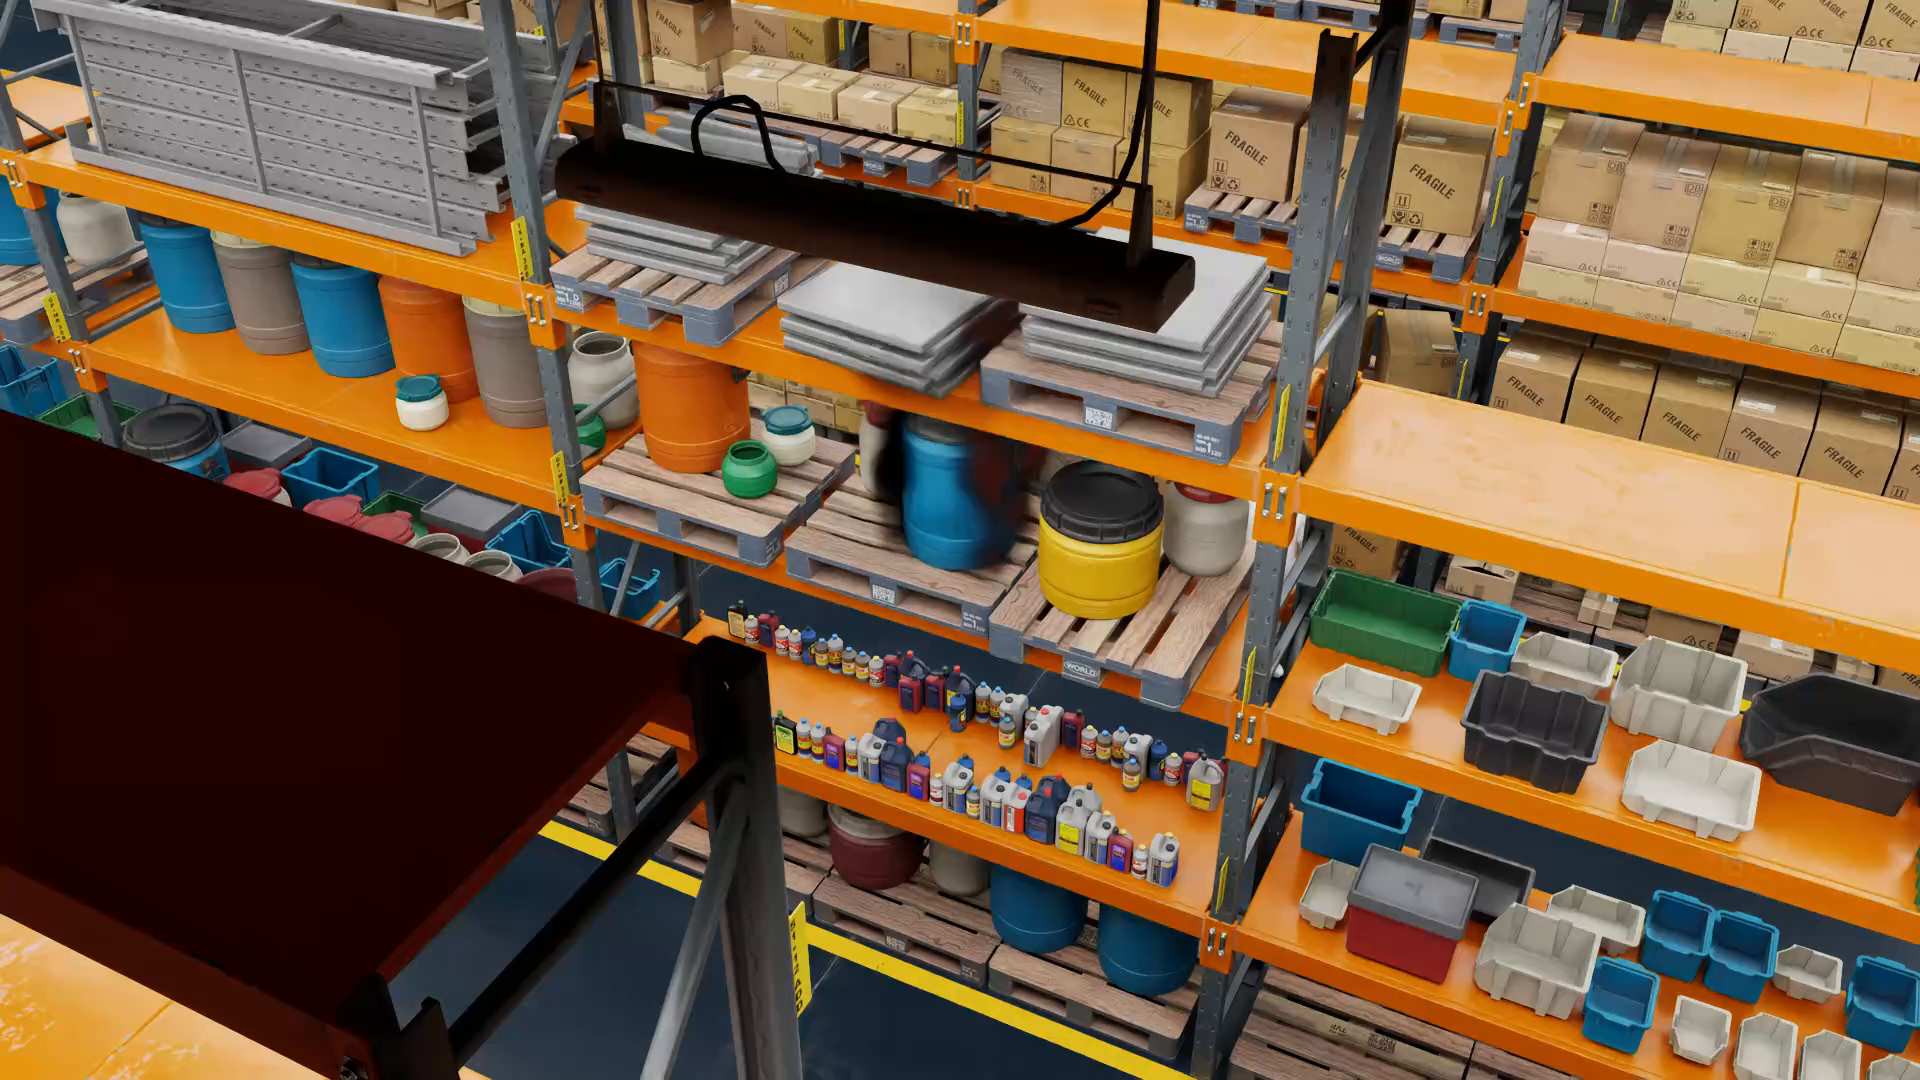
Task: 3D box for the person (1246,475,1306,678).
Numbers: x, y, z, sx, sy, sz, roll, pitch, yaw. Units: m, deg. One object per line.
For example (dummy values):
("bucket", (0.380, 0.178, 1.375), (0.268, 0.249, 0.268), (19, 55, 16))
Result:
("person", (2.196, 0.317, 11.907), (0.619, 1.790, 0.637), (4, 35, 6))
